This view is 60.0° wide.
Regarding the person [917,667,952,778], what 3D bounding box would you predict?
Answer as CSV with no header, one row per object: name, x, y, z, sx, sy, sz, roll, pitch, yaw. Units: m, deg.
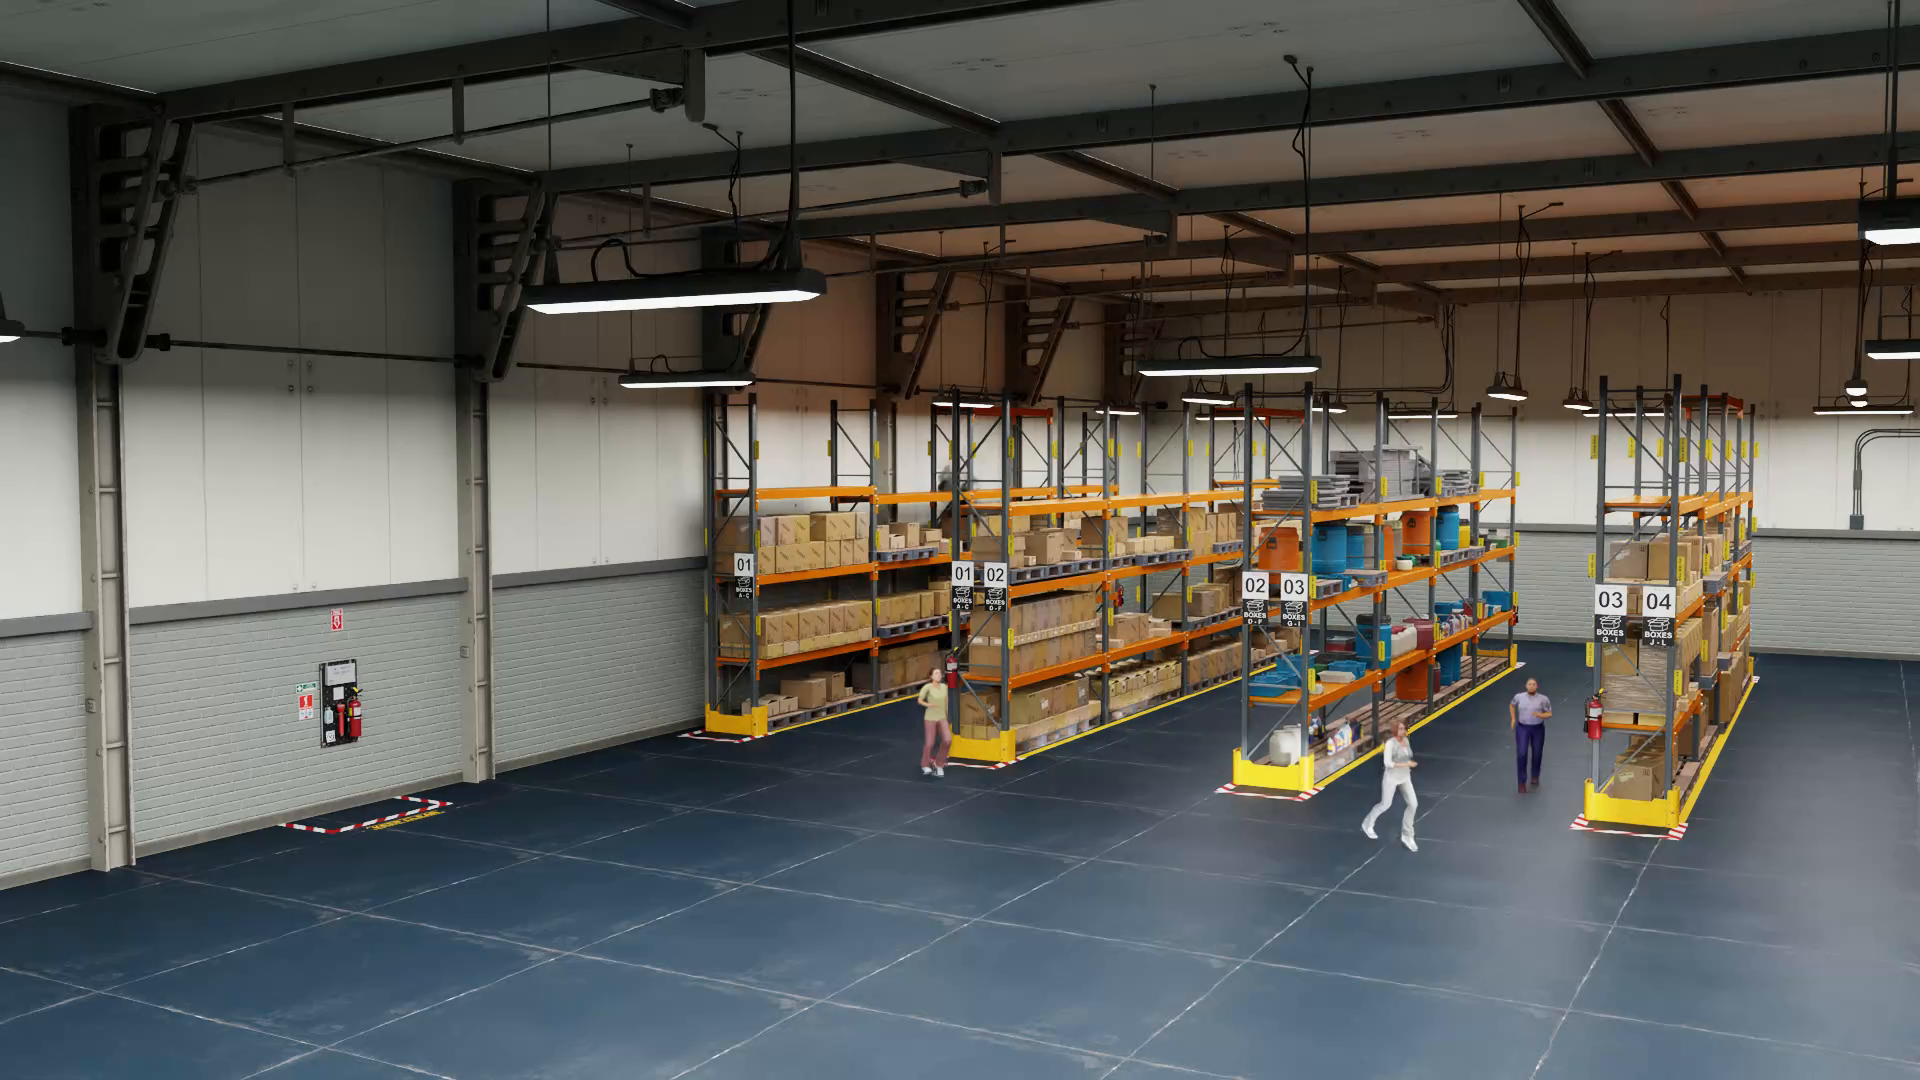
person,-0.373,2.788,25.548,0.585,1.691,0.599,-1,3,-24

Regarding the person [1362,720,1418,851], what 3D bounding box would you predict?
person,5.489,3.069,20.998,0.547,1.632,0.833,-2,4,-29

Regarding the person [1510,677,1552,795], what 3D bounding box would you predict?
person,8.388,2.860,24.445,0.580,1.709,0.770,1,3,16
